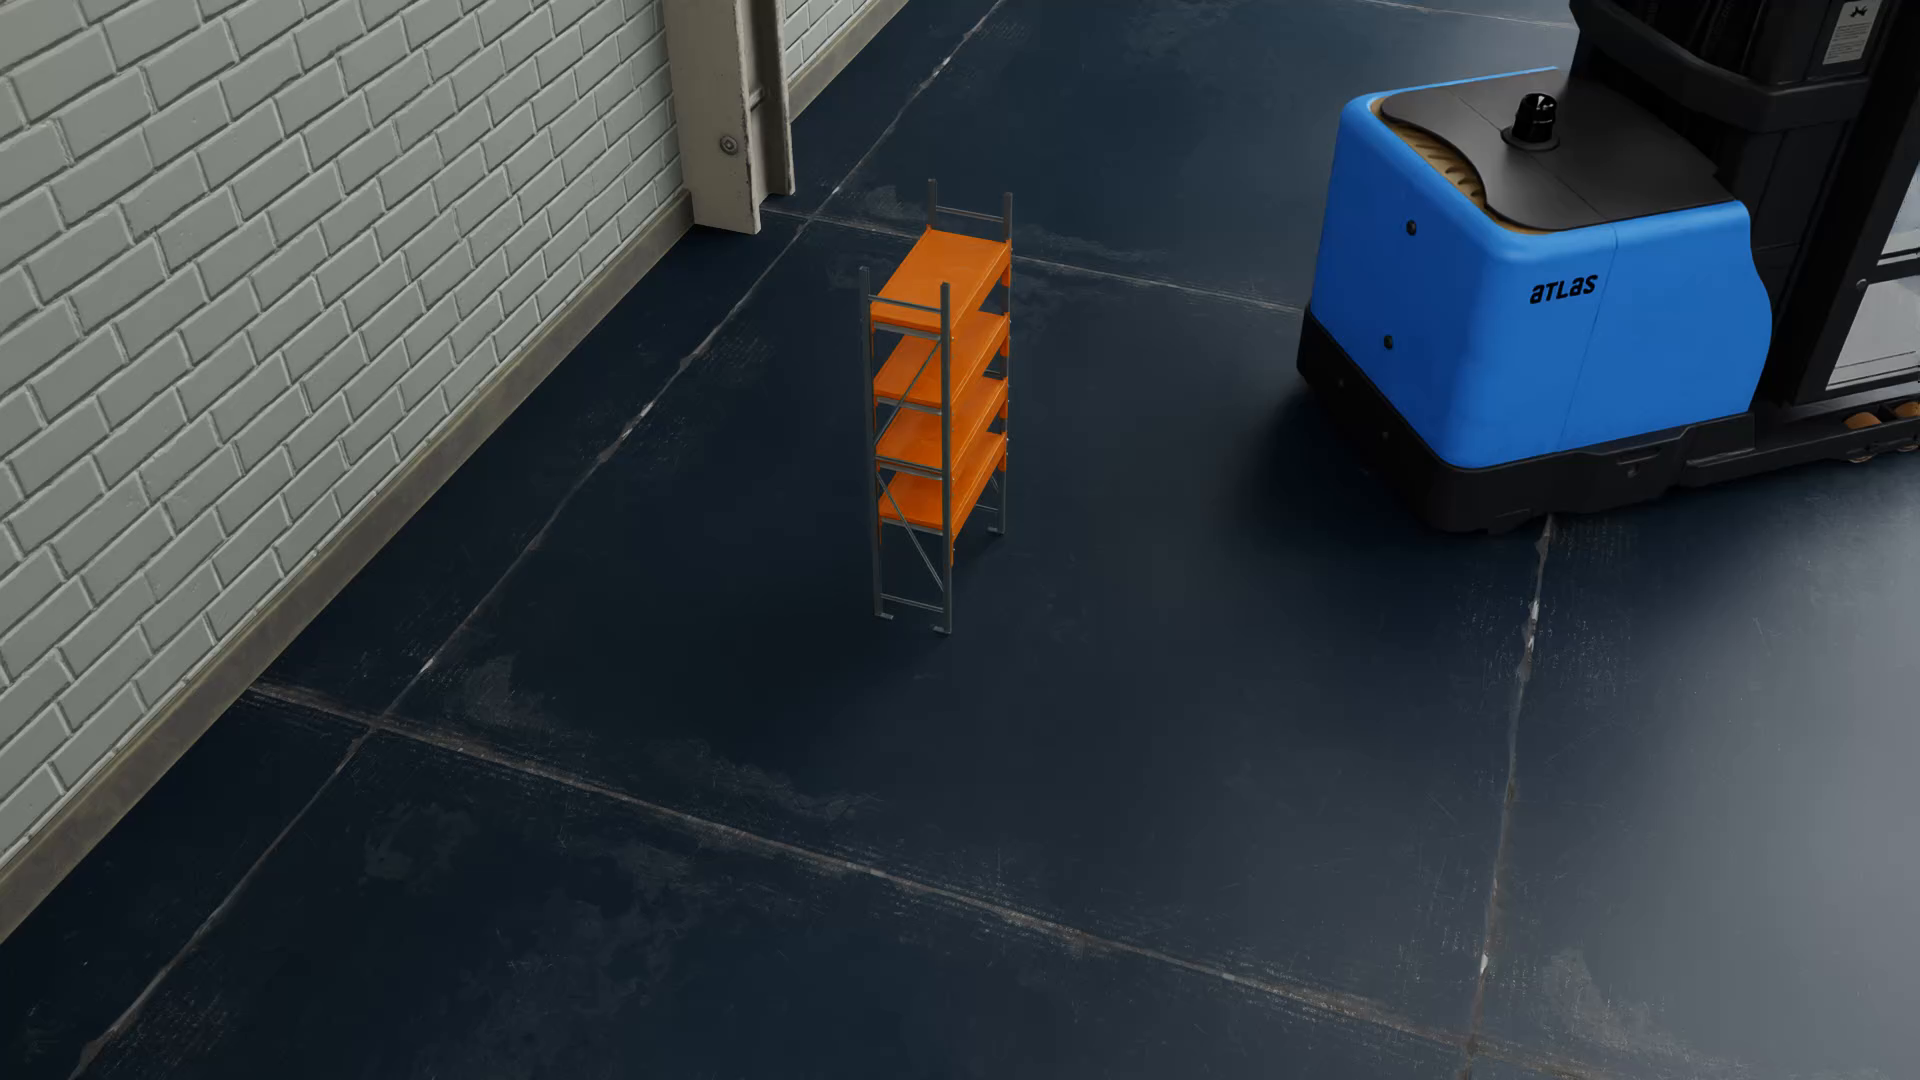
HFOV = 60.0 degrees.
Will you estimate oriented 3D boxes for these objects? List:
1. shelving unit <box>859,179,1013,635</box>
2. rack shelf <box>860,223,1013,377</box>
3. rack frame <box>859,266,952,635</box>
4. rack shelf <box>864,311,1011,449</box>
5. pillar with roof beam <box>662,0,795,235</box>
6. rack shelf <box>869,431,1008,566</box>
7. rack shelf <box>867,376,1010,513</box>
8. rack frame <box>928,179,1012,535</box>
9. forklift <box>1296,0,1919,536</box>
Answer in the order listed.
[{"bbox_3d":[-0.057,-0.355,4.742,0.258,1.200,0.503,13,42,15],"label":"shelving unit"},{"bbox_3d":[-0.057,-0.654,4.487,0.258,0.148,0.480,13,42,15],"label":"rack shelf"},{"bbox_3d":[-0.140,-0.207,4.568,0.240,1.200,0.015,13,42,15],"label":"rack frame"},{"bbox_3d":[-0.057,-0.474,4.641,0.258,0.148,0.480,13,42,15],"label":"rack shelf"},{"bbox_3d":[3.145,-3.851,2.830,9.100,9.000,0.400,13,42,15],"label":"pillar with roof beam"},{"bbox_3d":[-0.057,-0.153,4.915,0.258,0.148,0.480,13,42,15],"label":"rack shelf"},{"bbox_3d":[-0.057,-0.304,4.786,0.258,0.148,0.480,13,42,15],"label":"rack shelf"},{"bbox_3d":[0.027,-0.504,4.917,0.240,1.200,0.015,13,42,15],"label":"rack frame"},{"bbox_3d":[2.759,-1.688,4.971,3.031,2.935,1.130,-12,42,-13],"label":"forklift"}]
